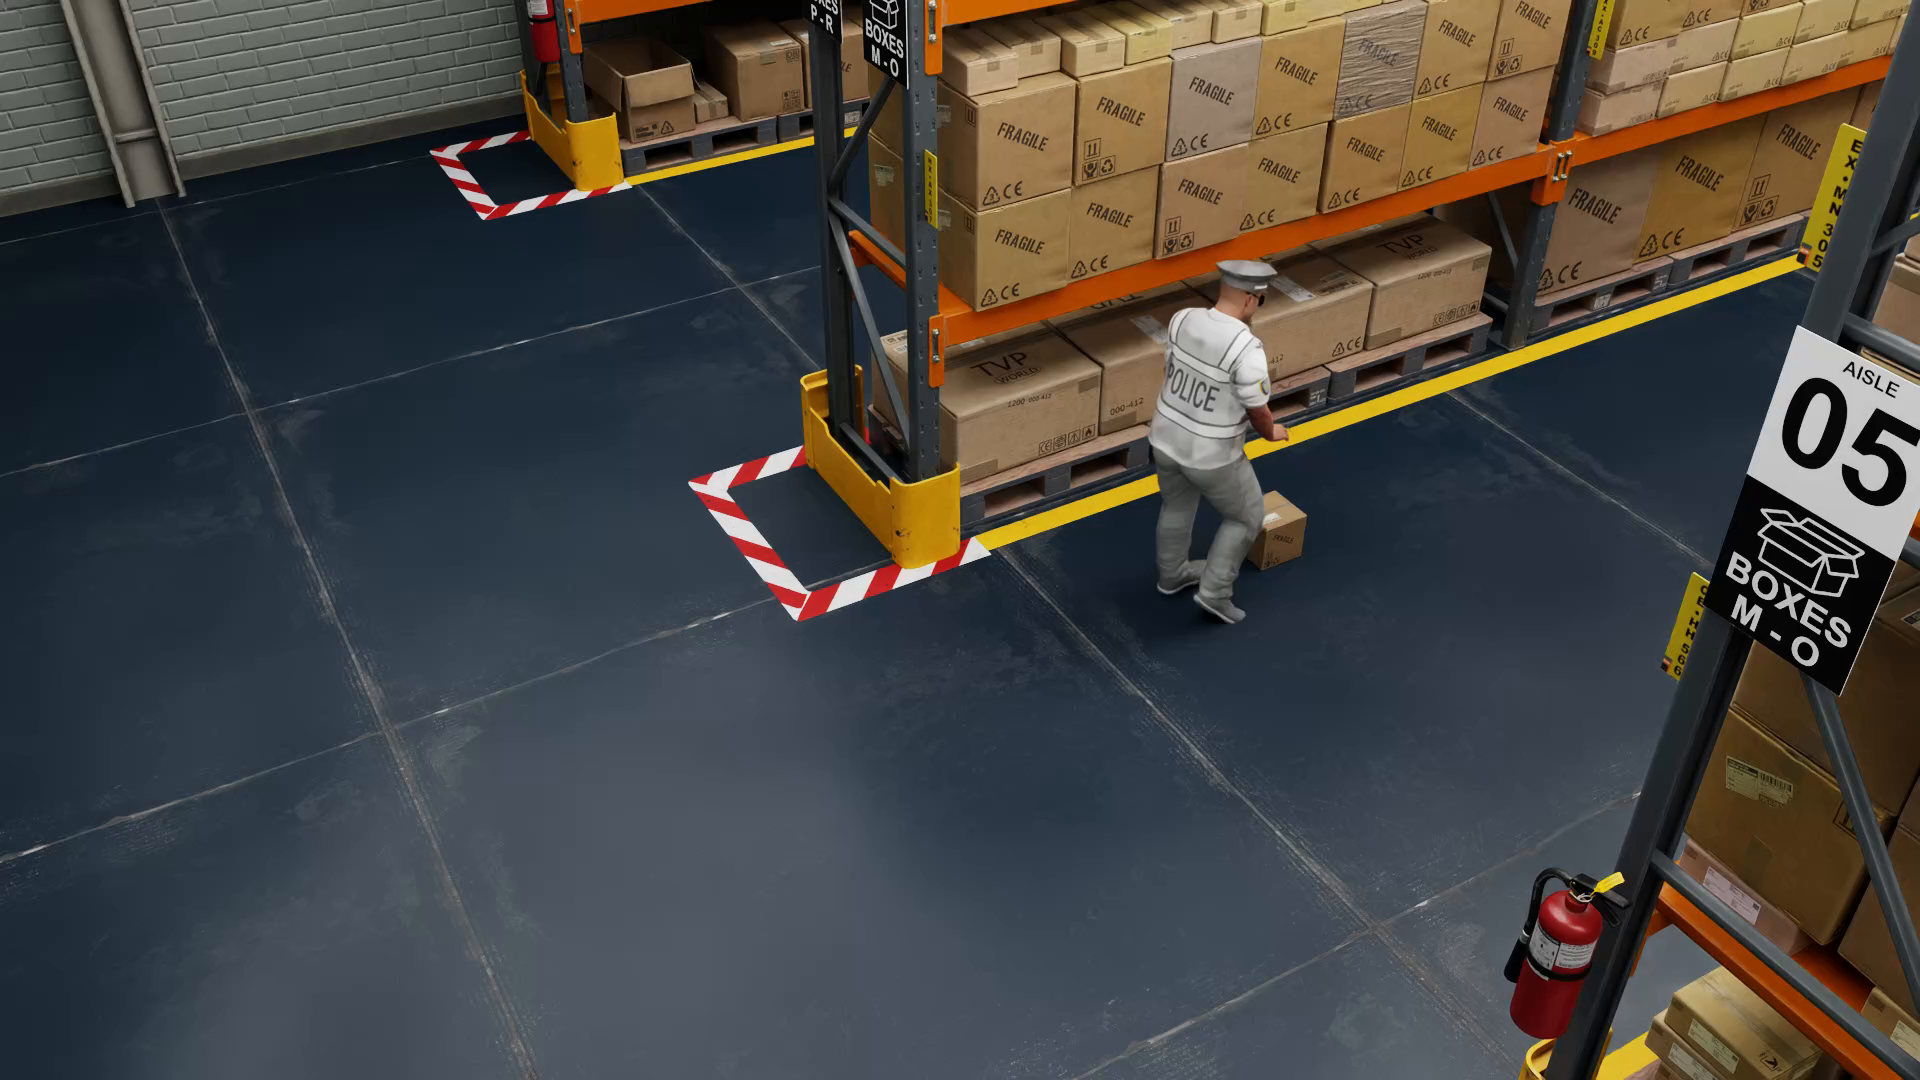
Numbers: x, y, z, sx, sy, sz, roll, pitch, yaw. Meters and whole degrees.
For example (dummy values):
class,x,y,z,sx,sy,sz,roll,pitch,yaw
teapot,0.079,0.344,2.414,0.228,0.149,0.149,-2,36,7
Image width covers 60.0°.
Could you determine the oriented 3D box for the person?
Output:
class,x,y,z,sx,sy,sz,roll,pitch,yaw
person,1.157,-0.417,7.531,0.595,1.807,0.551,-27,44,-31
